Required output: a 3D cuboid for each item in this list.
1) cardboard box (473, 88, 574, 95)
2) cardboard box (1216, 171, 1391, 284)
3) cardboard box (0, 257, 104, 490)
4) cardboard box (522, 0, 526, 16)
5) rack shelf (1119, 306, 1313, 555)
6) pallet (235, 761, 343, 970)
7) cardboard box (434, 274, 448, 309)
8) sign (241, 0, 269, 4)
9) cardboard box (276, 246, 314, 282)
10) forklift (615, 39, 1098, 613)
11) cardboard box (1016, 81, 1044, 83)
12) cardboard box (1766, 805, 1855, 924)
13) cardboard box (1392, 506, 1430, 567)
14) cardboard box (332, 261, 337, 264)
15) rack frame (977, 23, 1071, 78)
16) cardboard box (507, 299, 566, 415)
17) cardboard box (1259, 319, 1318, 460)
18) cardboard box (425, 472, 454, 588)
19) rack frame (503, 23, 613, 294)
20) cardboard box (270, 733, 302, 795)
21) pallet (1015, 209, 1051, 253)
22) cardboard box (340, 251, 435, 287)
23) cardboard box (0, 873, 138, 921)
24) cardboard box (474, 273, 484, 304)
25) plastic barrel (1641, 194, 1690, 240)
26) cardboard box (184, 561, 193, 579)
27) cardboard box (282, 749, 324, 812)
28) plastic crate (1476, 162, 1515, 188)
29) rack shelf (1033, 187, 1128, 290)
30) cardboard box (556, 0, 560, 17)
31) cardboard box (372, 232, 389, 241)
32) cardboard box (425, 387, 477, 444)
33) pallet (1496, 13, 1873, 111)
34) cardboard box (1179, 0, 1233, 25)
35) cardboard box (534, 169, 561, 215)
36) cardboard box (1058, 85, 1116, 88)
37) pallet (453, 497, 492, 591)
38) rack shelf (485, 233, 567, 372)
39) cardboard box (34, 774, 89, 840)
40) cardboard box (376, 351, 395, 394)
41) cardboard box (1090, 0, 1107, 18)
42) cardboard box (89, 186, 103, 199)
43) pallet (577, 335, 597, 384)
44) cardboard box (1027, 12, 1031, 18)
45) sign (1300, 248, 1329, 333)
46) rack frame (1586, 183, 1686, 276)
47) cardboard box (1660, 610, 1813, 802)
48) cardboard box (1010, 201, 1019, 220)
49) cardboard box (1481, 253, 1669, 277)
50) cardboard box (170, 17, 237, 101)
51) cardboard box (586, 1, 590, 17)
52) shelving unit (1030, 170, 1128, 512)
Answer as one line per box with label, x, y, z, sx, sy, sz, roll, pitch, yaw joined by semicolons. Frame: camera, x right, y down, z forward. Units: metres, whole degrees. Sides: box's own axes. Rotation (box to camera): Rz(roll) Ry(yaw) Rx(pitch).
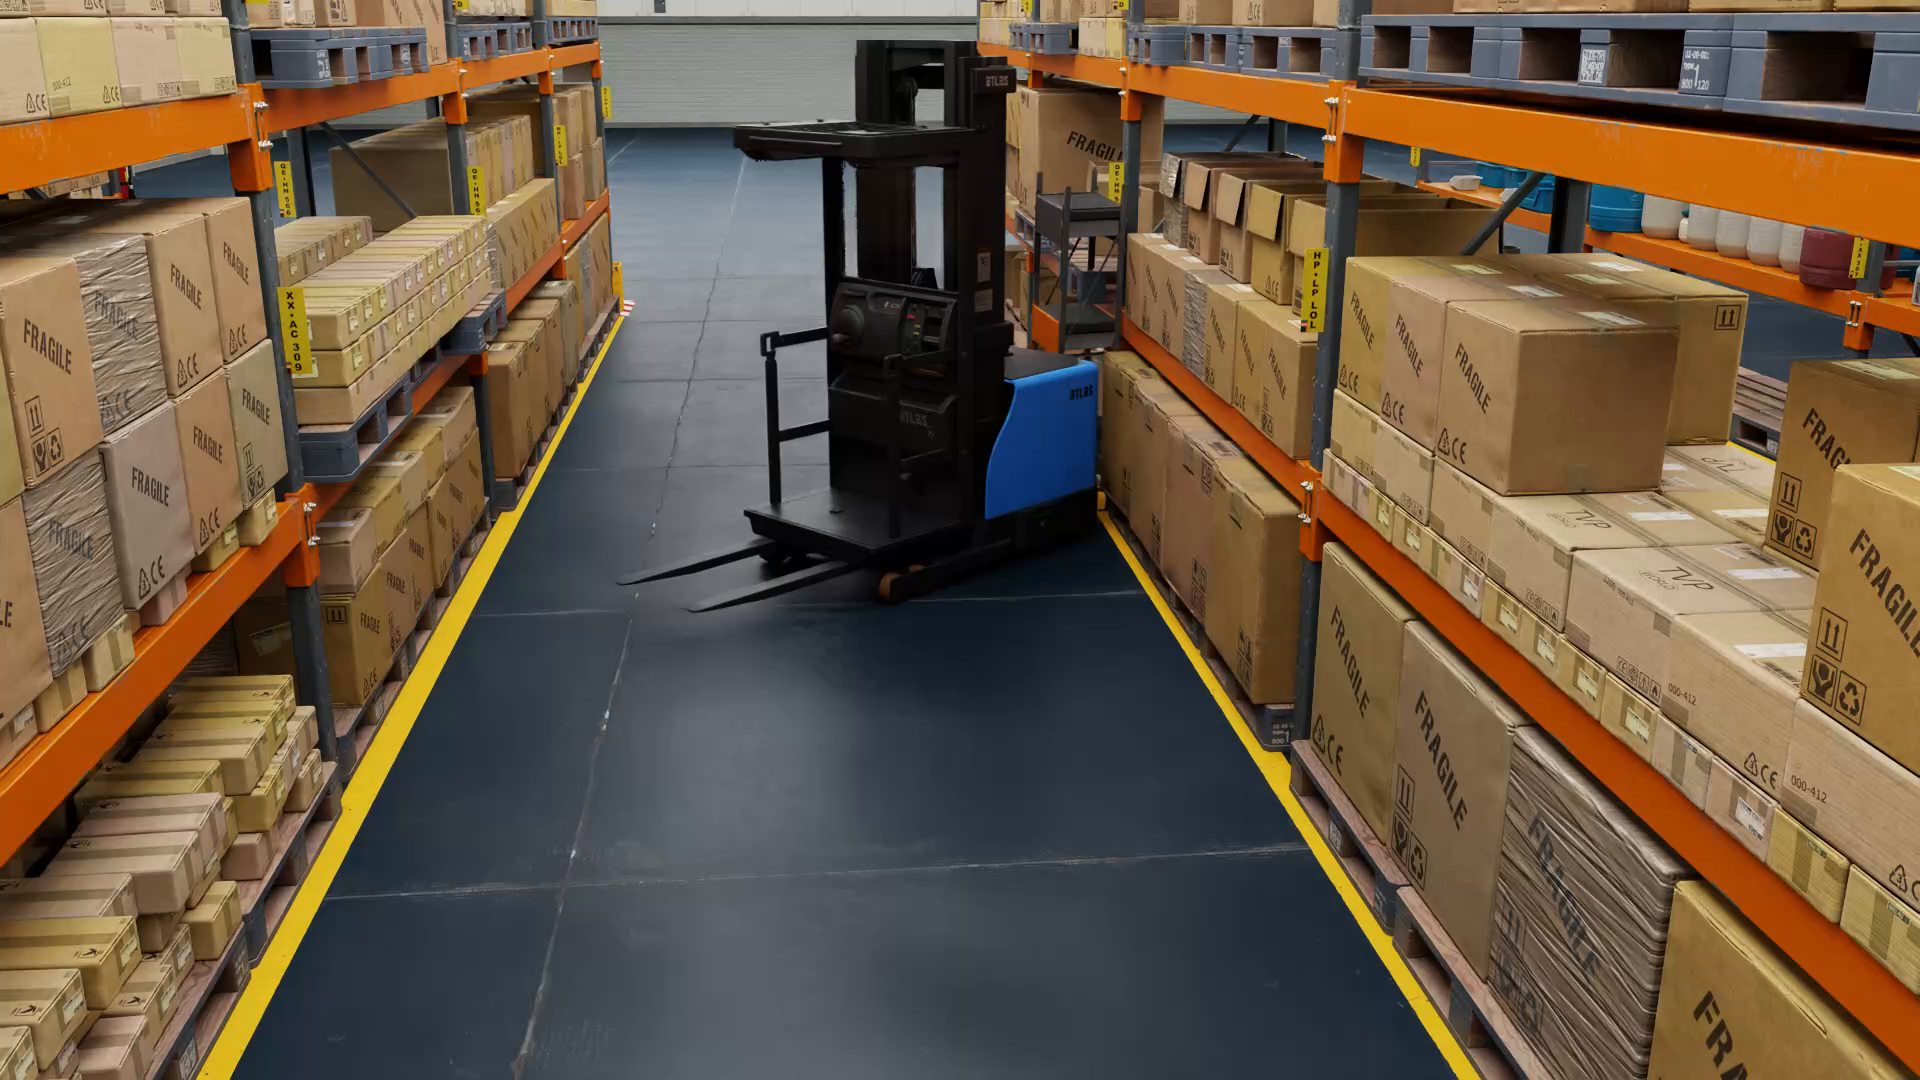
cardboard box;-4.194;-4.068;16.072;0.875;0.550;0.550;-2;18;-6
cardboard box;1.704;-1.578;8.355;0.797;0.503;0.637;-1;17;-4
cardboard box;-2.542;-0.424;4.186;0.500;0.500;0.500;-2;18;-7
cardboard box;-3.620;-4.135;12.715;0.500;0.250;0.500;-2;17;-5
rack shelf;1.711;-0.725;8.680;1.077;0.370;4.000;-2;18;-6
pallet;-2.922;1.180;6.066;1.003;0.211;1.213;-2;18;-6
cardboard box;-2.800;-1.246;8.360;0.380;0.149;0.250;-1;17;-4
sign;-2.488;-2.046;5.816;0.100;0.325;0.005;-2;18;-6
cardboard box;-3.447;-1.370;8.259;0.380;0.149;0.250;-1;17;-4
forklift;-0.530;-1.225;9.187;1.130;2.935;3.031;16;23;41
cardboard box;0.563;-4.244;16.355;0.500;0.500;0.500;-2;18;-6
cardboard box;1.937;0.666;3.468;0.380;0.149;0.250;-2;18;-5
cardboard box;1.700;-0.019;5.650;0.380;0.149;0.250;-2;18;-7
cardboard box;-3.502;-1.378;8.780;0.380;0.149;0.250;-2;18;-5
rack frame;0.679;-4.048;18.062;1.000;3.000;0.127;-2;18;-6
cardboard box;-3.603;-1.390;12.652;1.050;0.750;0.750;-2;18;-6
cardboard box;1.597;-0.651;7.076;0.500;0.500;0.500;-2;18;-5
cardboard box;-2.991;-0.049;8.797;0.500;0.500;0.500;-3;18;-8
rack frame;-4.265;-3.925;17.670;1.000;3.000;0.127;-2;18;-6
cardboard box;-2.638;0.833;6.078;0.380;0.149;0.250;-3;18;-8
pallet;1.026;-2.532;13.555;1.003;0.211;1.213;-2;18;-6
cardboard box;-2.776;-1.311;8.069;0.380;0.149;0.250;-1;17;-4
cardboard box;-2.607;1.088;4.768;0.380;0.149;0.250;-2;18;-6
cardboard box;-2.907;-1.415;9.394;0.380;0.149;0.250;-2;18;-6
plastic barrel;5.899;-2.782;13.804;0.433;0.535;0.433;0;17;0
cardboard box;-2.703;0.082;5.327;0.380;0.149;0.250;-2;18;-7
cardboard box;-2.647;0.917;6.307;0.380;0.149;0.250;-2;17;-5
plastic crate;5.955;-3.990;18.126;0.499;0.251;0.616;-2;18;-6
rack shelf;0.736;-1.869;10.270;0.431;0.518;0.480;-6;23;-16
cardboard box;-3.580;-4.488;14.009;0.380;0.149;0.250;-2;18;-5
cardboard box;-3.753;-1.715;10.464;0.500;0.500;0.500;-2;18;-6
cardboard box;-3.108;-0.711;9.654;0.500;0.250;0.500;-2;18;-7
pallet;2.114;-1.255;4.306;1.003;0.211;1.213;-2;18;-6
cardboard box;1.639;-3.165;9.371;0.797;0.503;0.637;-1;17;-2
cardboard box;-3.902;-2.914;14.200;0.875;0.550;0.550;-2;18;-6
cardboard box;1.194;-3.962;15.458;0.500;0.500;0.500;-2;18;-6
pallet;-3.360;0.022;9.754;1.003;0.211;1.213;-2;18;-6
rack shelf;-3.646;-1.794;12.084;1.077;0.370;4.000;-2;18;-6
cardboard box;-3.103;0.870;5.462;0.380;0.149;0.250;-2;18;-7
cardboard box;-2.666;-0.718;7.176;0.380;0.149;0.250;-2;18;-5
cardboard box;1.143;-3.668;10.845;0.500;0.500;0.500;-2;18;-6
cardboard box;-8.790;-3.445;16.561;0.380;0.149;0.250;-2;18;-6
pallet;-3.853;-1.631;15.021;1.003;0.211;1.213;-2;18;-6
cardboard box;0.771;-4.494;14.060;0.380;0.149;0.250;-1;17;-4
sign;1.378;-0.967;6.450;0.100;0.325;0.005;-2;18;-6
rack frame;6.019;-3.009;14.754;1.000;3.000;0.127;-2;18;-6
cardboard box;1.964;0.362;3.771;0.500;0.250;0.500;-2;18;-7
cardboard box;0.658;-3.013;15.187;0.380;0.149;0.250;-2;18;-6
cardboard box;2.231;-0.772;6.130;0.500;0.500;0.500;-1;17;-4
cardboard box;-2.708;-1.571;5.416;0.500;0.250;0.500;-1;17;-4
cardboard box;-3.815;-5.168;16.175;0.380;0.149;0.250;-2;18;-5
shelving unit;0.726;-1.234;10.531;0.431;2.100;0.503;-6;23;-16
